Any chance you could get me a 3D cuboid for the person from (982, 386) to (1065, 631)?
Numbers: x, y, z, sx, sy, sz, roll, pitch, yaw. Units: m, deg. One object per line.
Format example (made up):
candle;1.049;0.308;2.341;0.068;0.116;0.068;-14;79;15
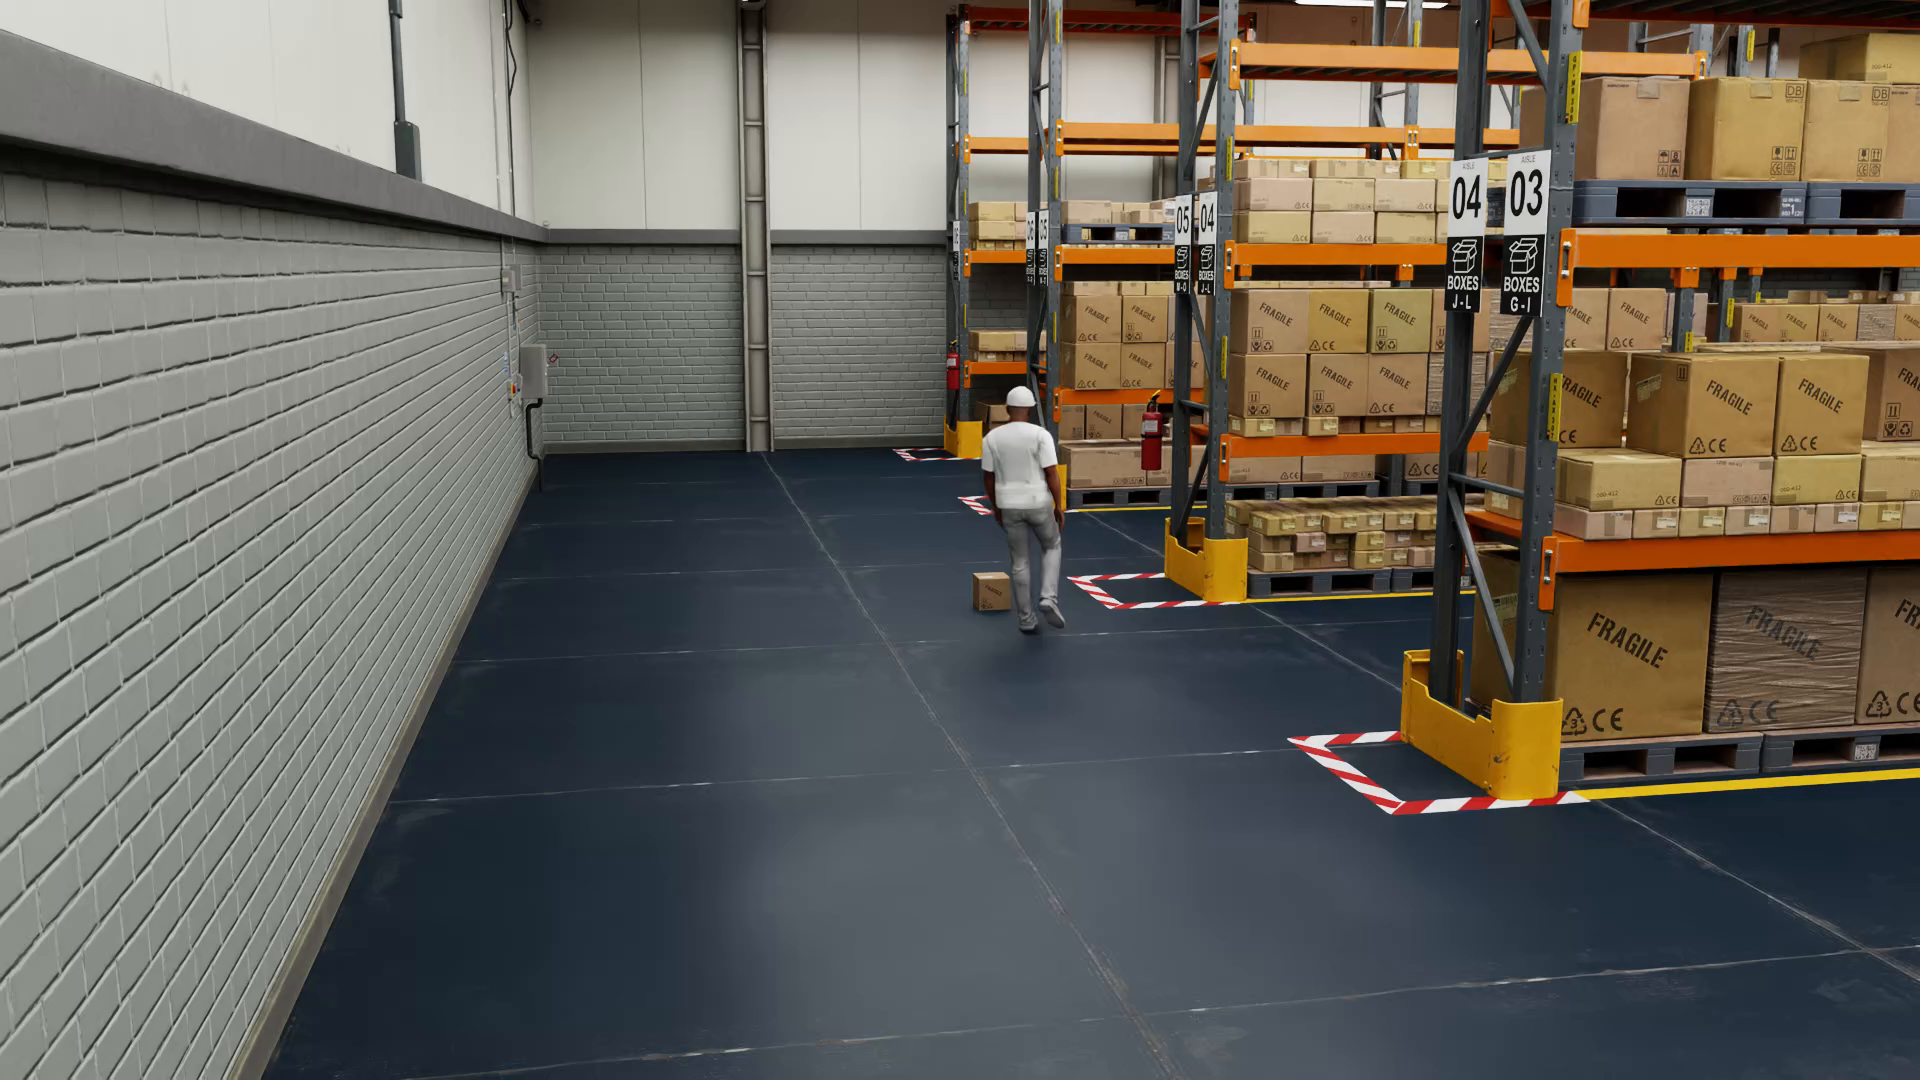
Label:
person;0.475;-0.232;12.139;0.633;1.781;0.474;2;10;12
